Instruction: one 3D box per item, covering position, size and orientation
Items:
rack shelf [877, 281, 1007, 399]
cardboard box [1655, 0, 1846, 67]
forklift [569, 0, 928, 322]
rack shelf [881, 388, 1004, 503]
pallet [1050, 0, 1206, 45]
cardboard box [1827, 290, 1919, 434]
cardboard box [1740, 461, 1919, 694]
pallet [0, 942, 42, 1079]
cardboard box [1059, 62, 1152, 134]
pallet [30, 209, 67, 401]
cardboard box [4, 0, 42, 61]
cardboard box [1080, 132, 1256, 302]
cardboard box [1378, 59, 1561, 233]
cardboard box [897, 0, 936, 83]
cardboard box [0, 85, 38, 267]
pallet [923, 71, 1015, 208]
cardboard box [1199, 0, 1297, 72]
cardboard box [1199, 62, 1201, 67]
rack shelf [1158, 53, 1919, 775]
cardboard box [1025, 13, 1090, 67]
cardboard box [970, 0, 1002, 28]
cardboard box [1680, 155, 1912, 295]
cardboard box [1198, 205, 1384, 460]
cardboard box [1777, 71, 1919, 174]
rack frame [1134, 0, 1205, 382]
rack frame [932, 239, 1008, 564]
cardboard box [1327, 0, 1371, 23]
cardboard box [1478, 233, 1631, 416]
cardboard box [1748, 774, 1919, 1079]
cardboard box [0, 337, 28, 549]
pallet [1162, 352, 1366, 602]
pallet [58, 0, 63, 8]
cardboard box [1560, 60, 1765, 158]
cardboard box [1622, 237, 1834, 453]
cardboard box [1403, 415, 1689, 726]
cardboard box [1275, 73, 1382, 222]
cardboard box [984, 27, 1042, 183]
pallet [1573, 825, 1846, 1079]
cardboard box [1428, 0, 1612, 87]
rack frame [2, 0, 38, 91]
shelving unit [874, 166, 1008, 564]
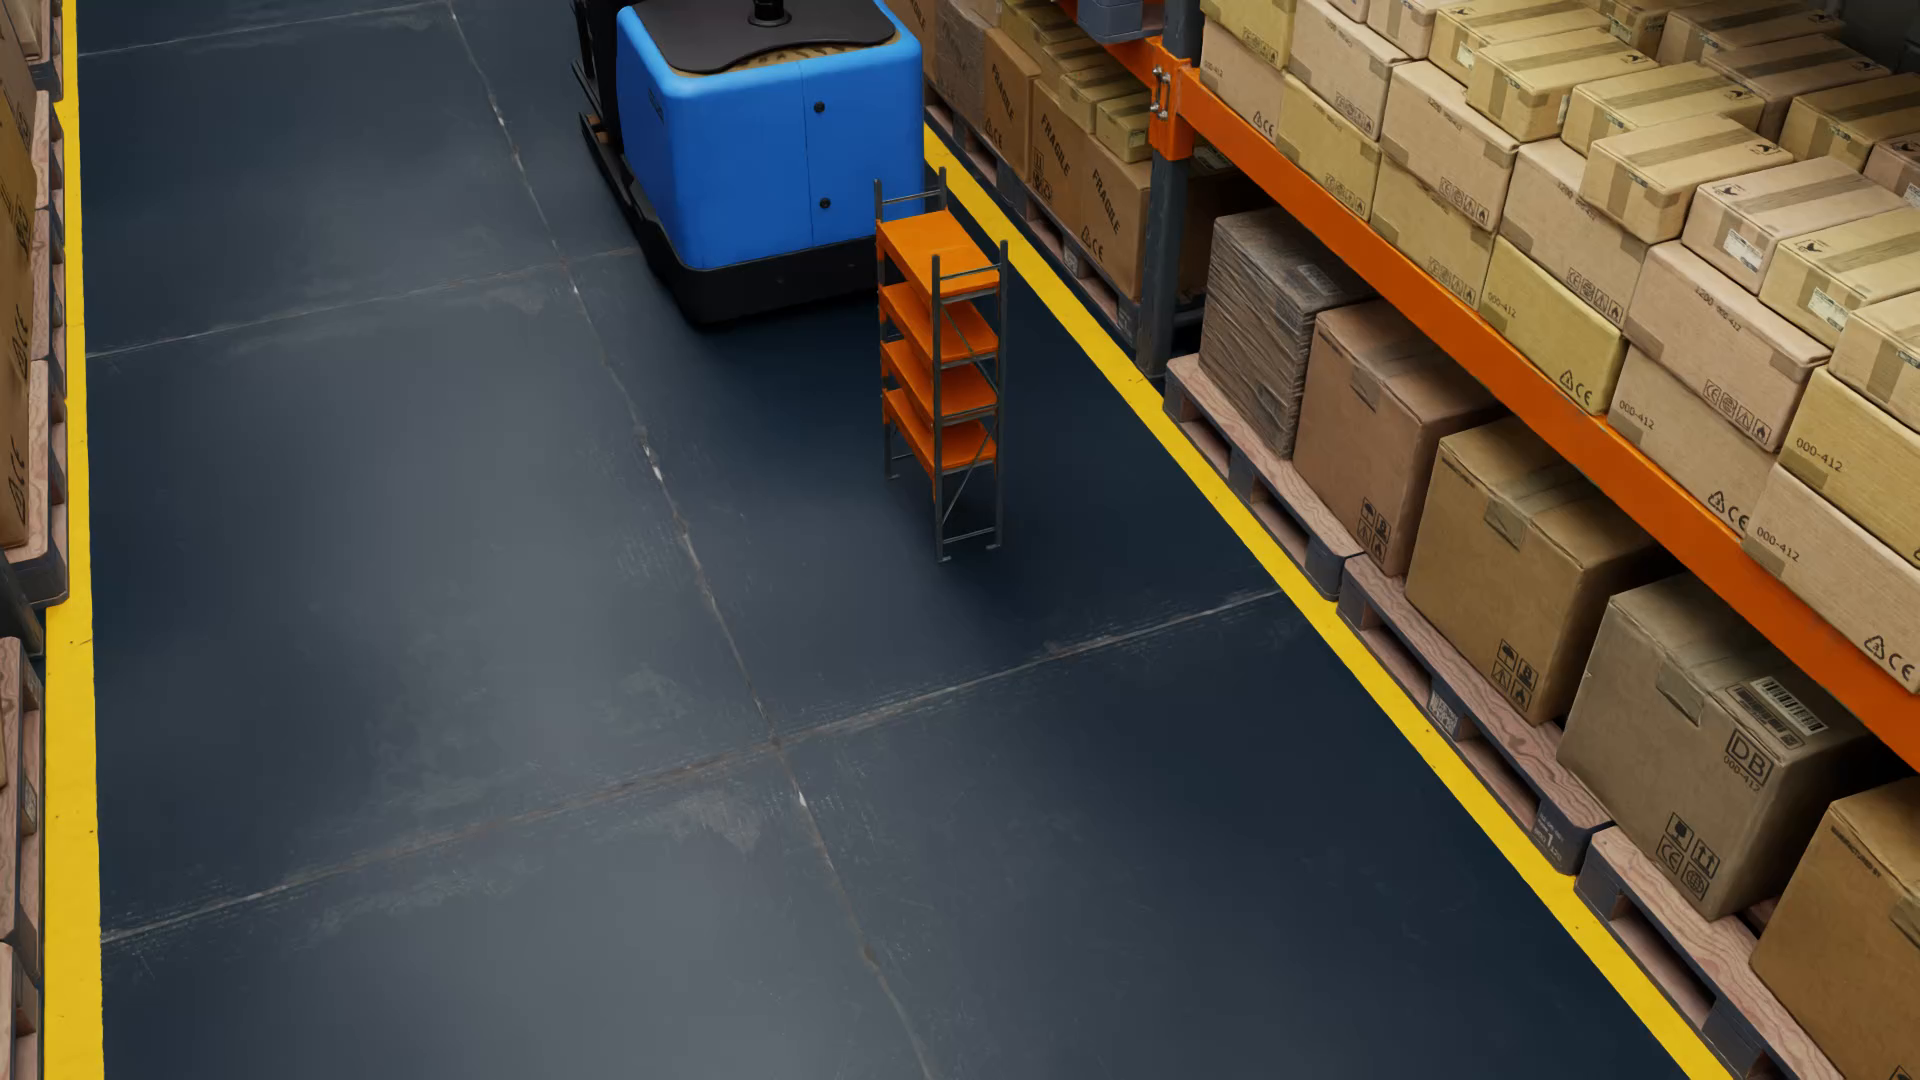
[{"bbox_3d":[-0.063,-0.673,5.373,0.258,0.148,0.480,-15,43,-17],"label":"rack shelf"},{"bbox_3d":[2.090,-1.316,4.406,0.380,0.149,0.250,-16,43,-18],"label":"cardboard box"},{"bbox_3d":[-1.153,-2.948,6.930,1.130,2.935,3.031,-15,43,-17],"label":"forklift"},{"bbox_3d":[-0.063,-0.353,5.648,0.258,0.148,0.480,-15,43,-17],"label":"rack shelf"},{"bbox_3d":[0.849,-2.234,6.194,1.213,0.211,1.003,-15,43,-17],"label":"pallet"},{"bbox_3d":[1.984,-0.377,3.314,0.380,0.149,0.250,-16,43,-18],"label":"cardboard box"},{"bbox_3d":[2.072,0.011,3.551,0.500,0.250,0.500,-15,43,-17],"label":"cardboard box"},{"bbox_3d":[-2.651,1.587,3.742,1.003,0.211,1.213,-15,43,-17],"label":"pallet"},{"bbox_3d":[0.617,-1.764,6.598,0.380,0.149,0.250,-17,44,-19],"label":"cardboard box"},{"bbox_3d":[-4.106,-0.845,6.571,1.003,0.211,1.213,-15,43,-17],"label":"pallet"},{"bbox_3d":[-5.083,-2.677,8.206,0.875,0.438,0.875,-16,43,-17],"label":"cardboard box"},{"bbox_3d":[0.813,-1.328,6.589,0.500,0.500,0.500,-14,43,-16],"label":"cardboard box"},{"bbox_3d":[1.491,-1.098,4.458,0.500,0.250,0.500,-16,43,-18],"label":"cardboard box"},{"bbox_3d":[0.020,-2.569,8.032,0.500,0.500,0.500,-16,43,-18],"label":"cardboard box"},{"bbox_3d":[-4.278,-1.542,6.551,0.875,0.875,0.875,-14,43,-16],"label":"cardboard box"},{"bbox_3d":[0.459,-2.051,7.973,1.003,0.211,1.213,-15,43,-17],"label":"pallet"},{"bbox_3d":[1.094,-1.714,5.174,0.500,0.250,0.500,-15,43,-17],"label":"cardboard box"},{"bbox_3d":[1.185,-1.932,6.793,0.380,0.149,0.250,-14,43,-16],"label":"cardboard box"},{"bbox_3d":[1.938,-0.438,4.510,1.077,0.370,4.000,-15,43,-17],"label":"rack shelf"},{"bbox_3d":[0.498,-2.104,6.994,0.380,0.149,0.250,-14,43,-16],"label":"cardboard box"},{"bbox_3d":[0.269,-2.413,7.353,0.380,0.149,0.250,-17,44,-19],"label":"cardboard box"},{"bbox_3d":[1.851,-0.703,3.692,0.380,0.149,0.250,-15,43,-16],"label":"cardboard box"},{"bbox_3d":[1.399,-0.795,5.873,0.875,0.625,0.625,-14,43,-16],"label":"cardboard box"},{"bbox_3d":[2.227,-0.985,4.021,0.380,0.149,0.250,-15,43,-16],"label":"cardboard box"},{"bbox_3d":[1.173,-1.916,5.677,1.000,3.000,0.127,-15,43,-17],"label":"rack frame"},{"bbox_3d":[0.030,-0.408,5.304,0.240,1.200,0.015,-15,43,-17],"label":"rack frame"},{"bbox_3d":[1.248,-1.625,4.765,0.380,0.149,0.250,-14,43,-16],"label":"cardboard box"},{"bbox_3d":[1.705,-0.605,4.268,0.500,0.250,0.500,-14,43,-15],"label":"cardboard box"},{"bbox_3d":[2.494,0.924,3.874,0.875,0.625,0.625,-13,42,-15],"label":"cardboard box"},{"bbox_3d":[-3.599,-0.465,5.298,0.875,0.875,0.875,-15,43,-17],"label":"cardboard box"},{"bbox_3d":[1.452,-0.353,5.998,1.003,0.211,1.213,-15,43,-17],"label":"pallet"},{"bbox_3d":[-5.631,-3.241,9.357,1.003,0.211,1.213,-15,43,-17],"label":"pallet"},{"bbox_3d":[1.715,-1.026,4.069,0.380,0.149,0.250,-15,43,-17],"label":"cardboard box"},{"bbox_3d":[1.886,-0.488,3.749,0.500,0.250,0.500,-14,43,-16],"label":"cardboard box"},{"bbox_3d":[1.914,0.002,4.946,0.875,0.625,0.625,-17,43,-19],"label":"cardboard box"},{"bbox_3d":[1.305,-1.226,4.990,0.500,0.250,0.500,-16,43,-18],"label":"cardboard box"},{"bbox_3d":[0.428,-1.947,7.308,0.500,0.500,0.500,-13,42,-15],"label":"cardboard box"},{"bbox_3d":[2.386,1.117,4.289,1.003,0.211,1.213,-15,43,-17],"label":"pallet"},{"bbox_3d":[1.484,-1.327,4.418,0.380,0.149,0.250,-15,43,-16],"label":"cardboard box"},{"bbox_3d":[-4.942,-3.085,7.036,1.000,3.000,0.127,-15,43,-17],"label":"rack frame"},{"bbox_3d":[-0.063,-0.555,5.475,0.258,1.200,0.503,-15,43,-17],"label":"shelving unit"}]
